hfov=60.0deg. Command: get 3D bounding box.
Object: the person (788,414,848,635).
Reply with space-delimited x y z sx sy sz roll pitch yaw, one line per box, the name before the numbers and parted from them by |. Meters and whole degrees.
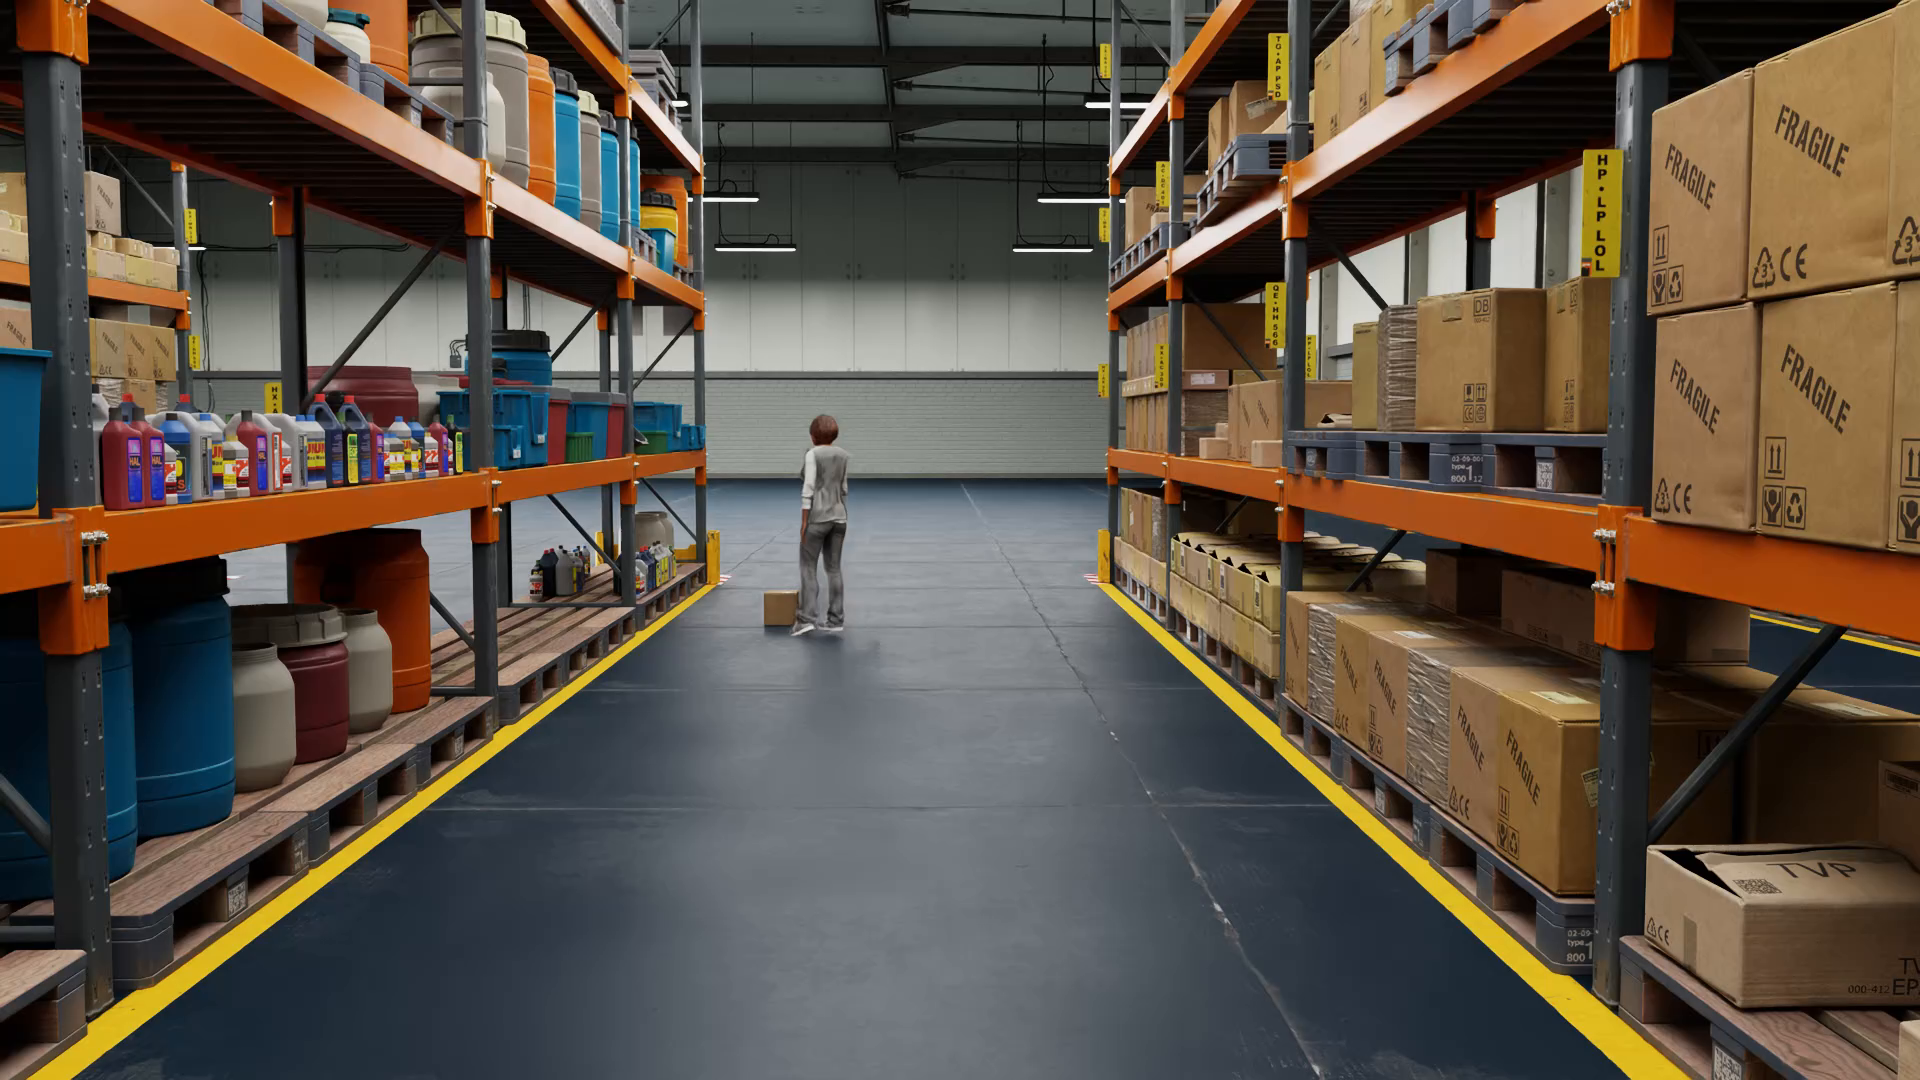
person | -1.031 -0.098 12.200 0.457 1.643 0.411 -4 5 -43
